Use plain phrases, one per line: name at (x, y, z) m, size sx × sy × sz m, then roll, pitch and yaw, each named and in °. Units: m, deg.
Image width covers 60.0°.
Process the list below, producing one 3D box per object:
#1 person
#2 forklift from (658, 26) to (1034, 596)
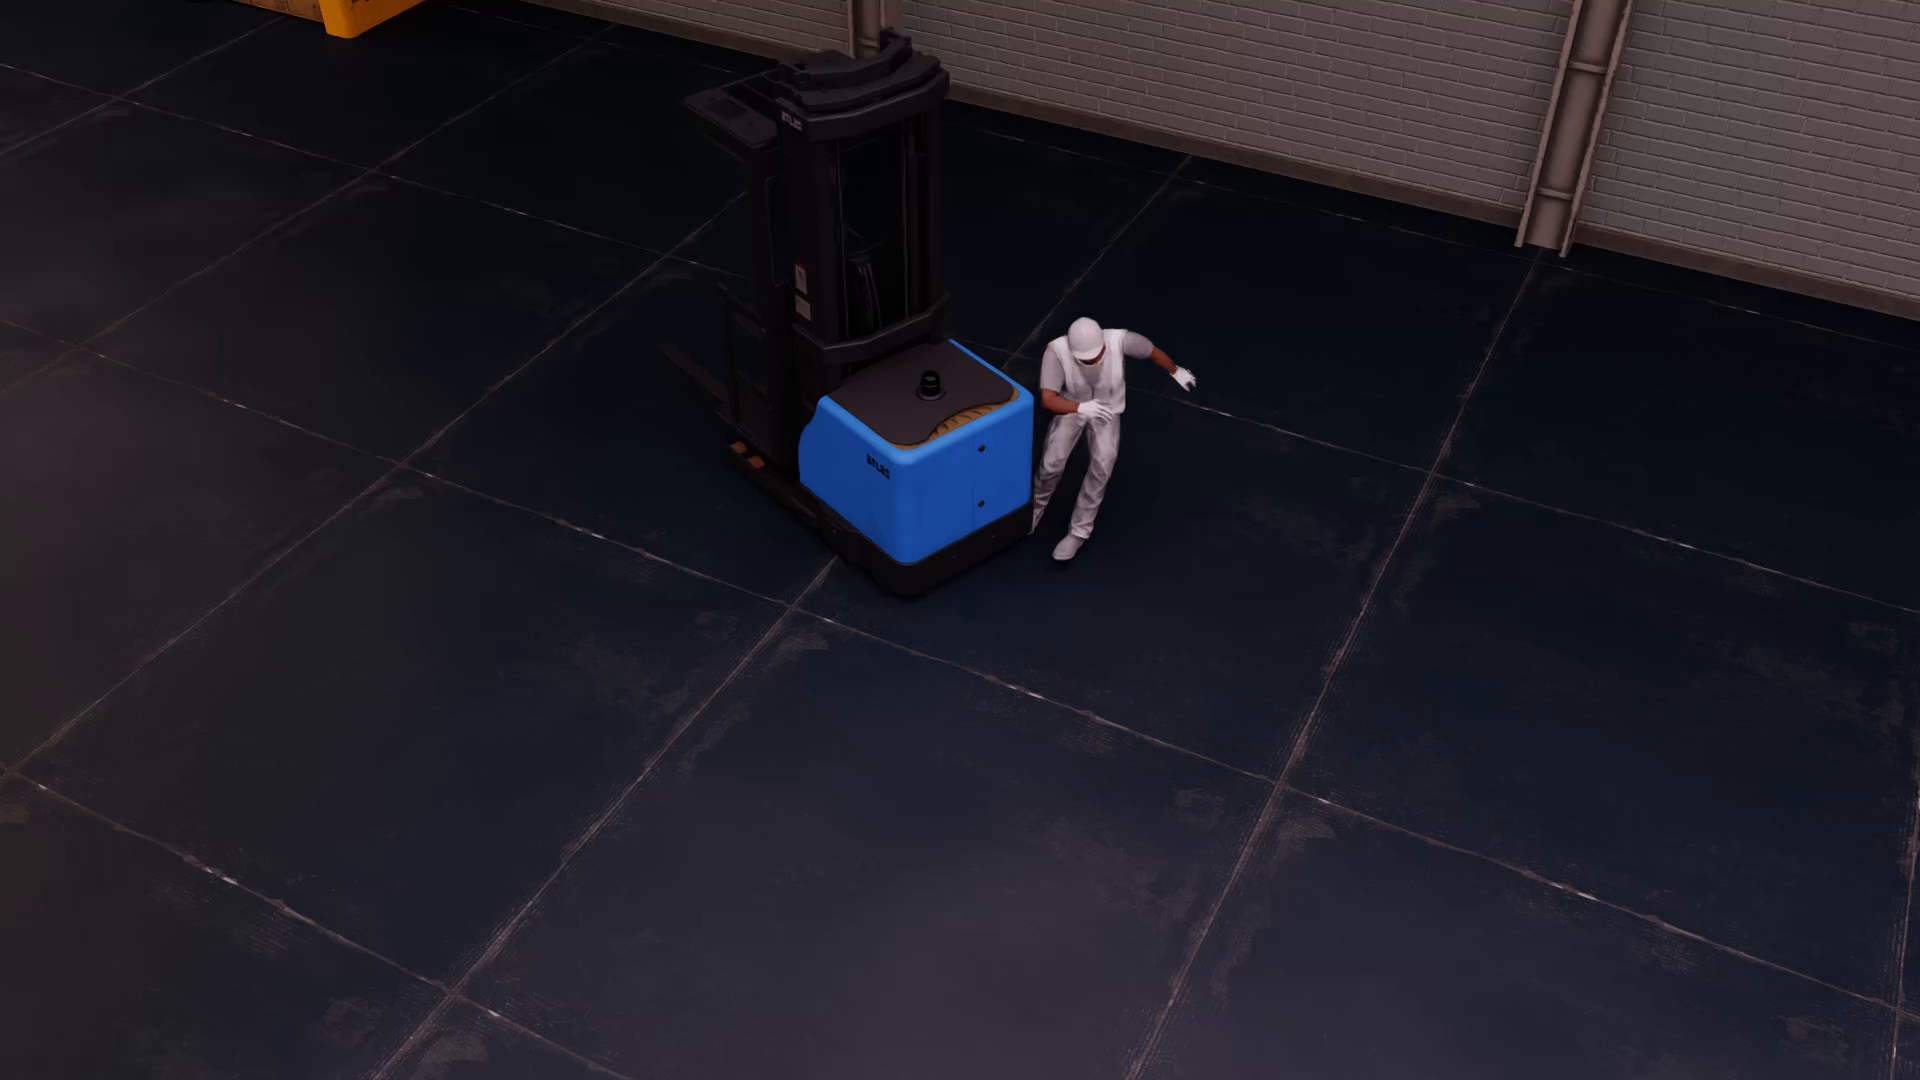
person at (0.891, -0.668, 9.964) m, size 1.101 × 1.500 × 0.958 m, roll 2°, pitch 40°, yaw 2°
forklift at (-0.875, -1.678, 9.979) m, size 1.130 × 2.935 × 3.031 m, roll -28°, pitch 47°, yaw -29°
